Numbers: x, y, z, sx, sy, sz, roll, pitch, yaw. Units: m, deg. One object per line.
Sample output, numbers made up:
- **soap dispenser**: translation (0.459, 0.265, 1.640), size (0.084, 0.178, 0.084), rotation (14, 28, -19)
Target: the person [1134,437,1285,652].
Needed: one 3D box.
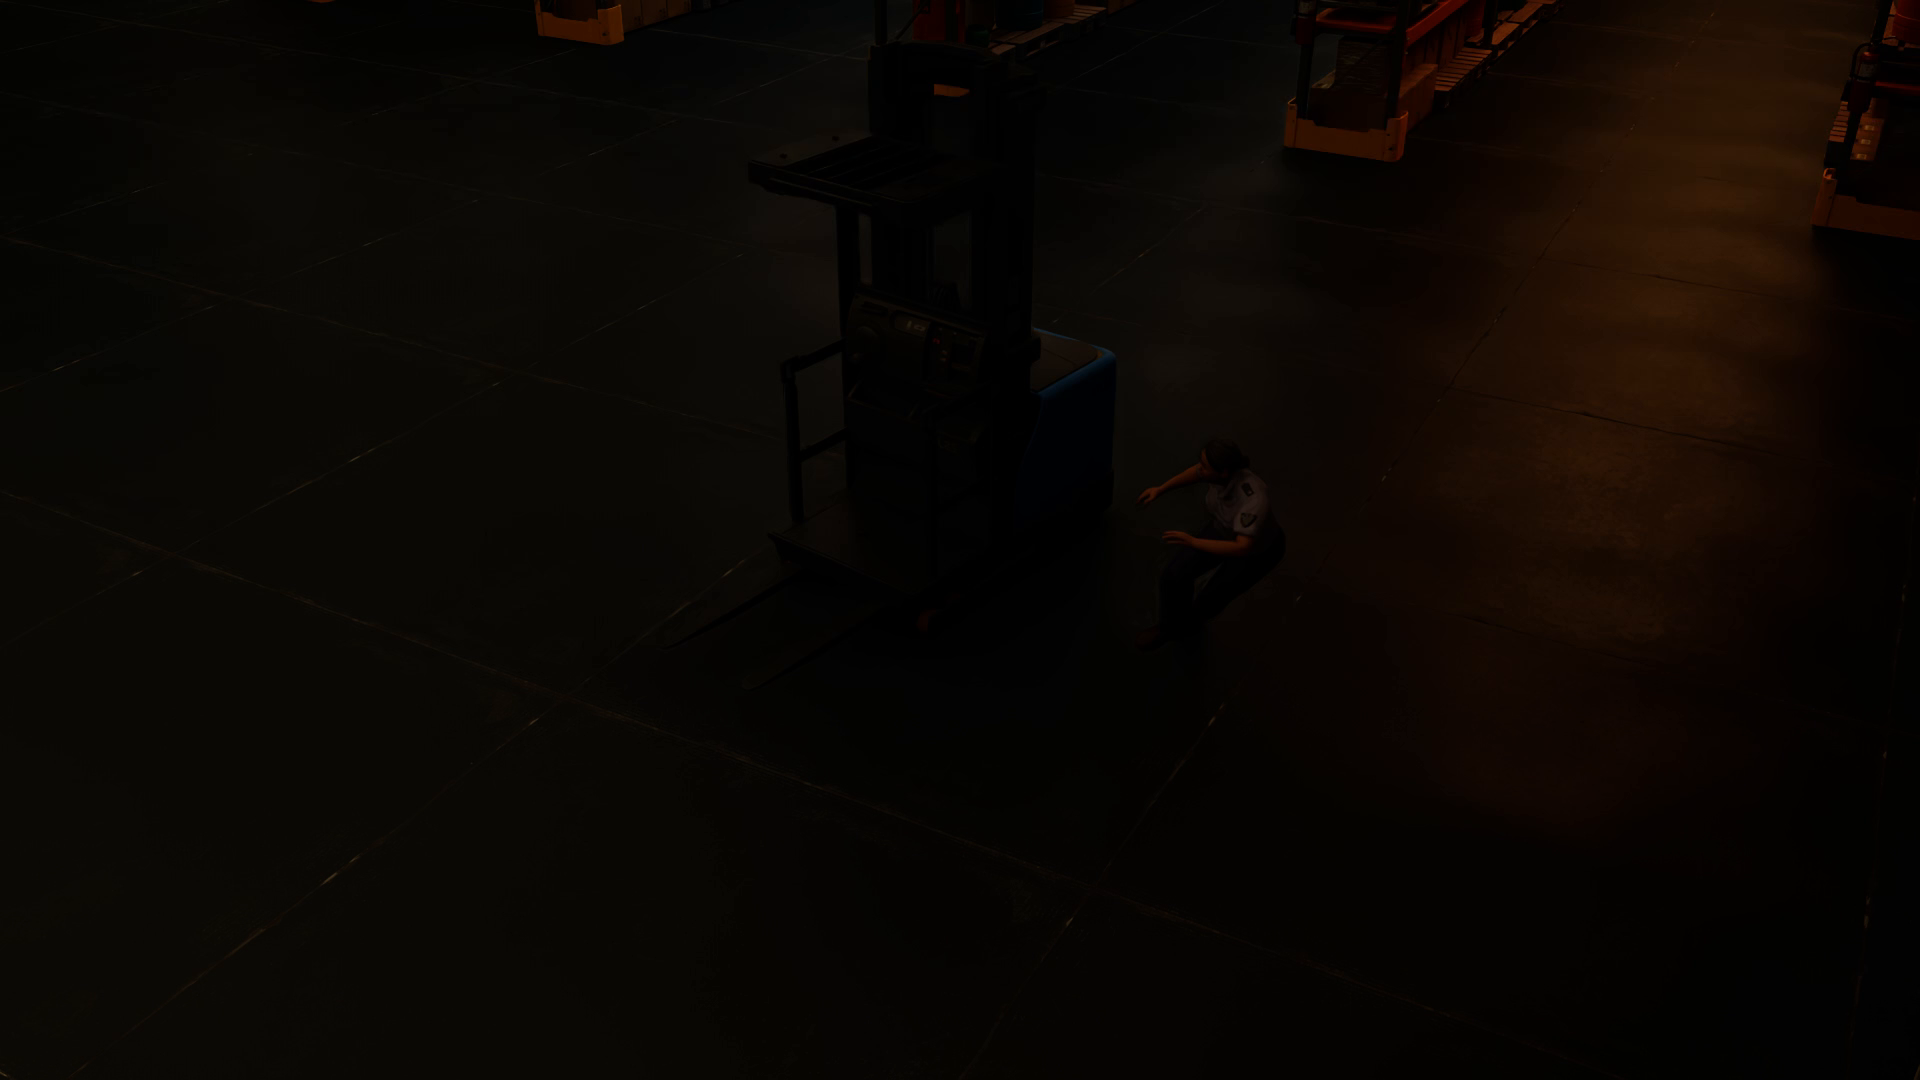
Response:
- **person**: translation (1.235, 0.056, 8.505), size (0.856, 1.424, 0.916), rotation (-23, 37, -34)

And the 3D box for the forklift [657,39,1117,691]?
- **forklift**: translation (-0.372, -1.023, 8.842), size (1.130, 2.935, 3.031), rotation (22, 36, 33)
